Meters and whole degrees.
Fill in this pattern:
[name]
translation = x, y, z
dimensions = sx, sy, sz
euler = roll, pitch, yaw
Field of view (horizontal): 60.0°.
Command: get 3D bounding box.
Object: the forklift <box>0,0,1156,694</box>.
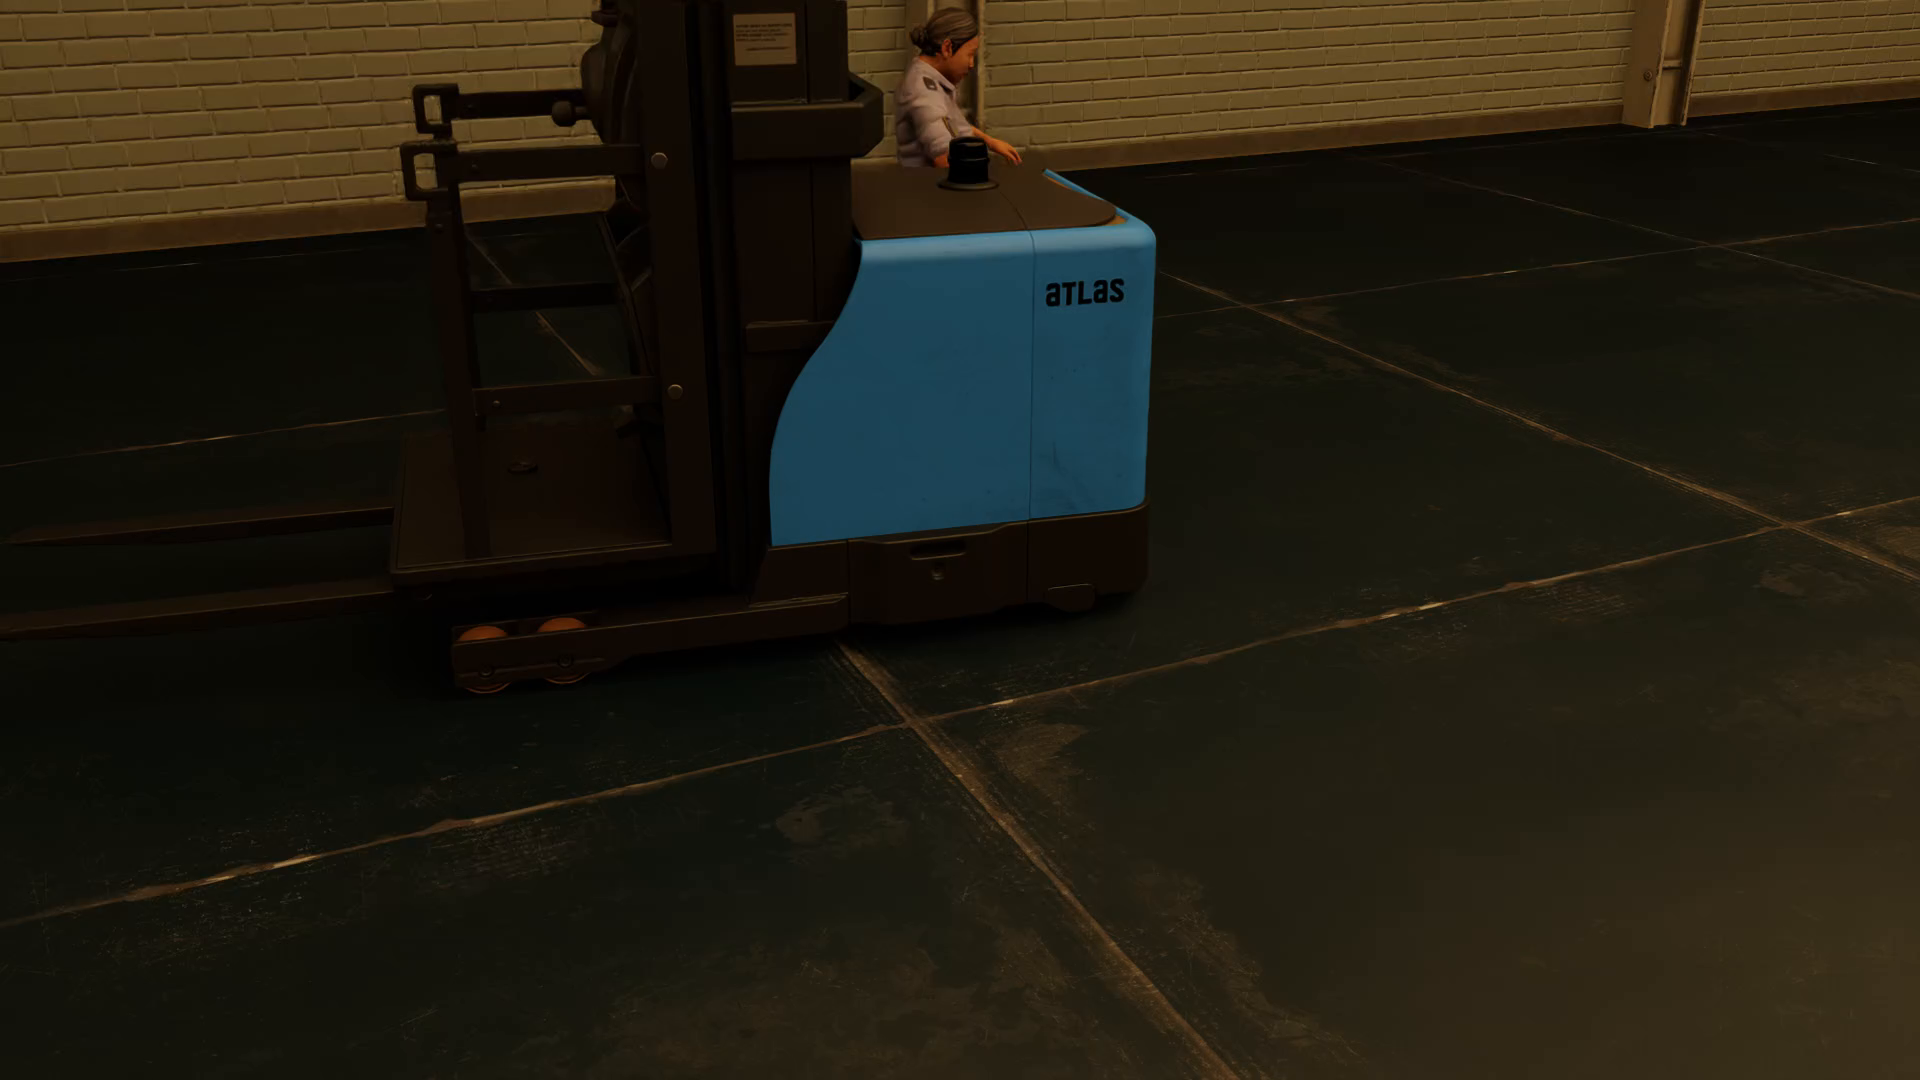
[forklift]
translation = -1.054, -1.192, 4.155
dimensions = 3.031, 2.935, 1.130
euler = -6, 23, -14

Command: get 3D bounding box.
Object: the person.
[person]
translation = 0.033, -1.157, 6.016
dimensions = 0.959, 1.477, 1.107
euler = -3, 23, -7
